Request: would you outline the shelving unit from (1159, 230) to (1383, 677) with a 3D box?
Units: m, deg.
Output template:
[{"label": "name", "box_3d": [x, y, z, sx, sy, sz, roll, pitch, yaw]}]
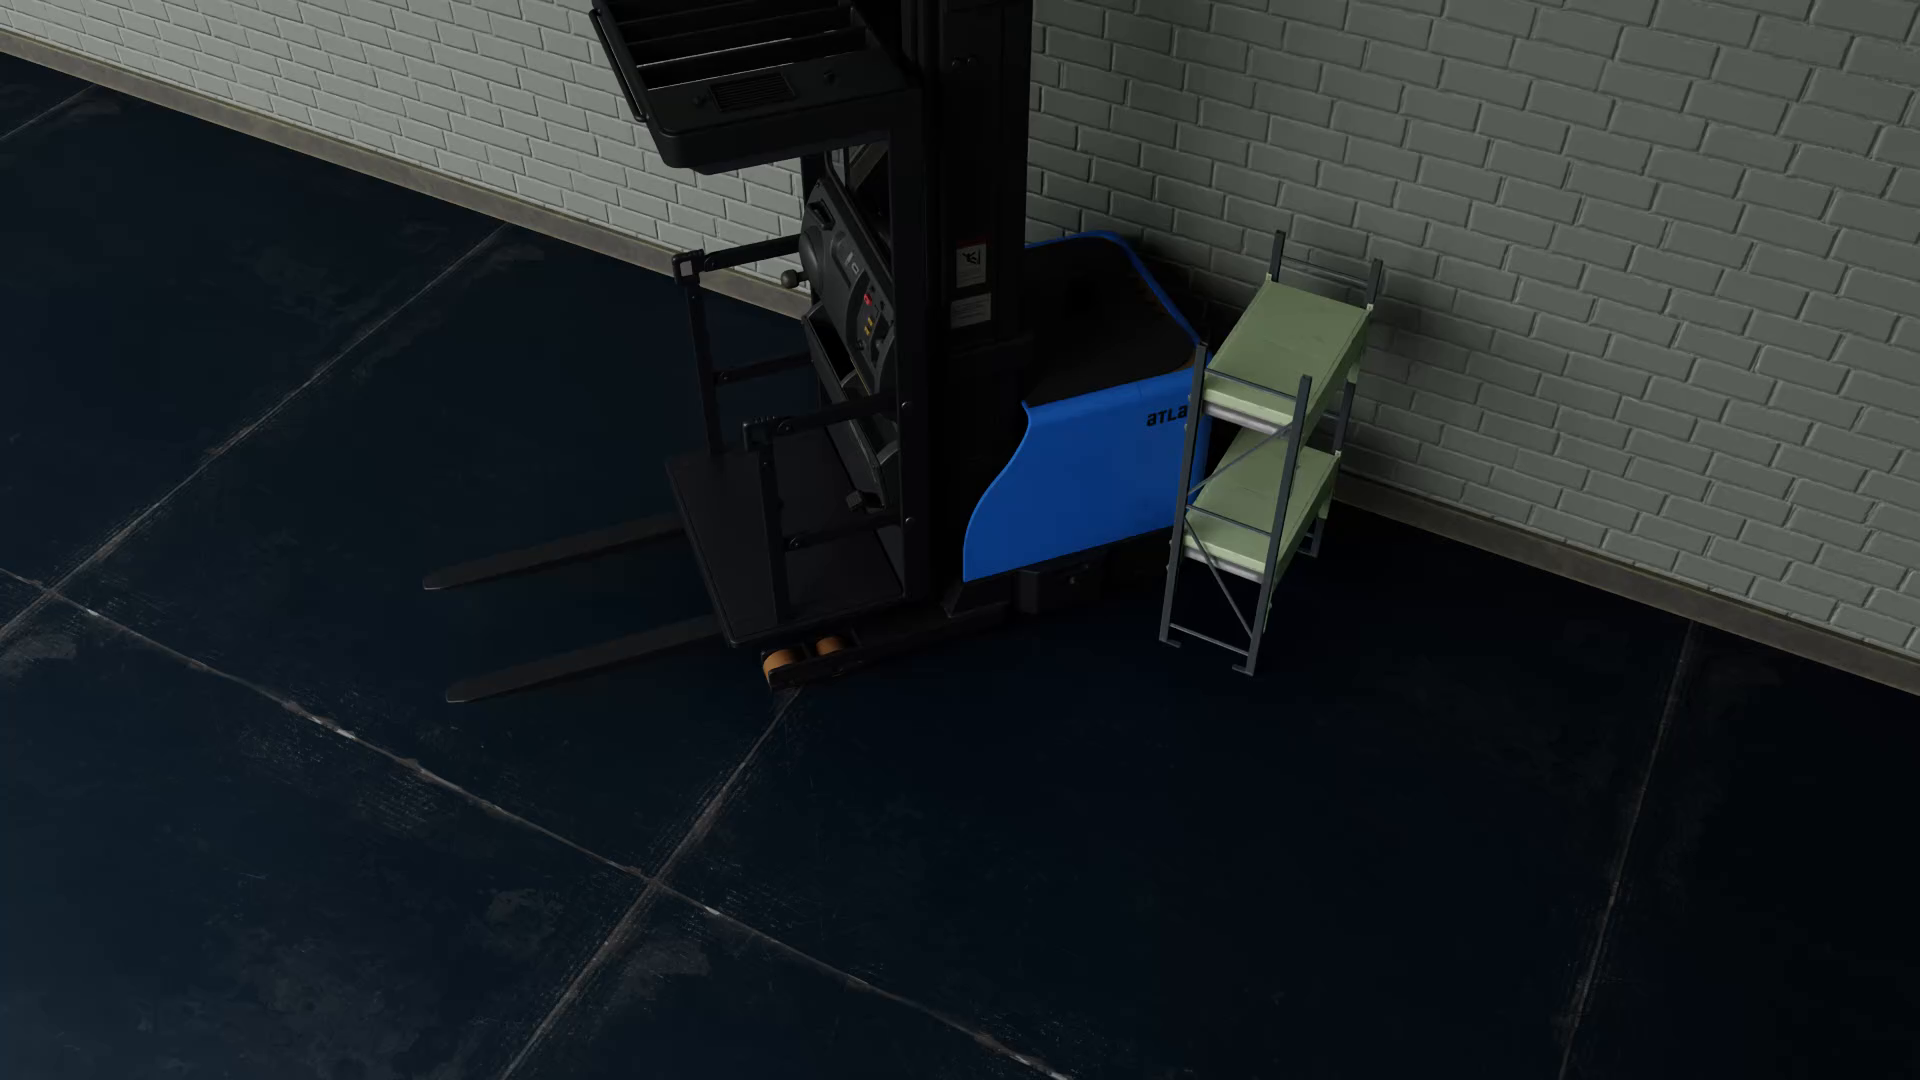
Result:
[{"label": "shelving unit", "box_3d": [1.149, -0.296, 6.268, 0.431, 1.500, 0.755, 21, 49, 20]}]

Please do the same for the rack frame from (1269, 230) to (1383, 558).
[{"label": "rack frame", "box_3d": [1.322, -0.525, 6.495, 0.400, 1.500, 0.023, 21, 49, 20]}]

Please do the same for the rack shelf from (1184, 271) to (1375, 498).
[{"label": "rack shelf", "box_3d": [1.149, -0.571, 5.991, 0.431, 0.370, 0.720, 21, 49, 20]}]

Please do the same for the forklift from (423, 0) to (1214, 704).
[{"label": "forklift", "box_3d": [-0.587, -0.874, 5.833, 3.031, 2.935, 1.130, -15, 47, -14]}]

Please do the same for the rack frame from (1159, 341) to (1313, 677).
[{"label": "rack frame", "box_3d": [0.975, -0.067, 6.042, 0.400, 1.500, 0.023, 21, 49, 20]}]

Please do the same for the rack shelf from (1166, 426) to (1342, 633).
[{"label": "rack shelf", "box_3d": [1.149, -0.067, 6.500, 0.431, 0.370, 0.720, 21, 49, 20]}]
